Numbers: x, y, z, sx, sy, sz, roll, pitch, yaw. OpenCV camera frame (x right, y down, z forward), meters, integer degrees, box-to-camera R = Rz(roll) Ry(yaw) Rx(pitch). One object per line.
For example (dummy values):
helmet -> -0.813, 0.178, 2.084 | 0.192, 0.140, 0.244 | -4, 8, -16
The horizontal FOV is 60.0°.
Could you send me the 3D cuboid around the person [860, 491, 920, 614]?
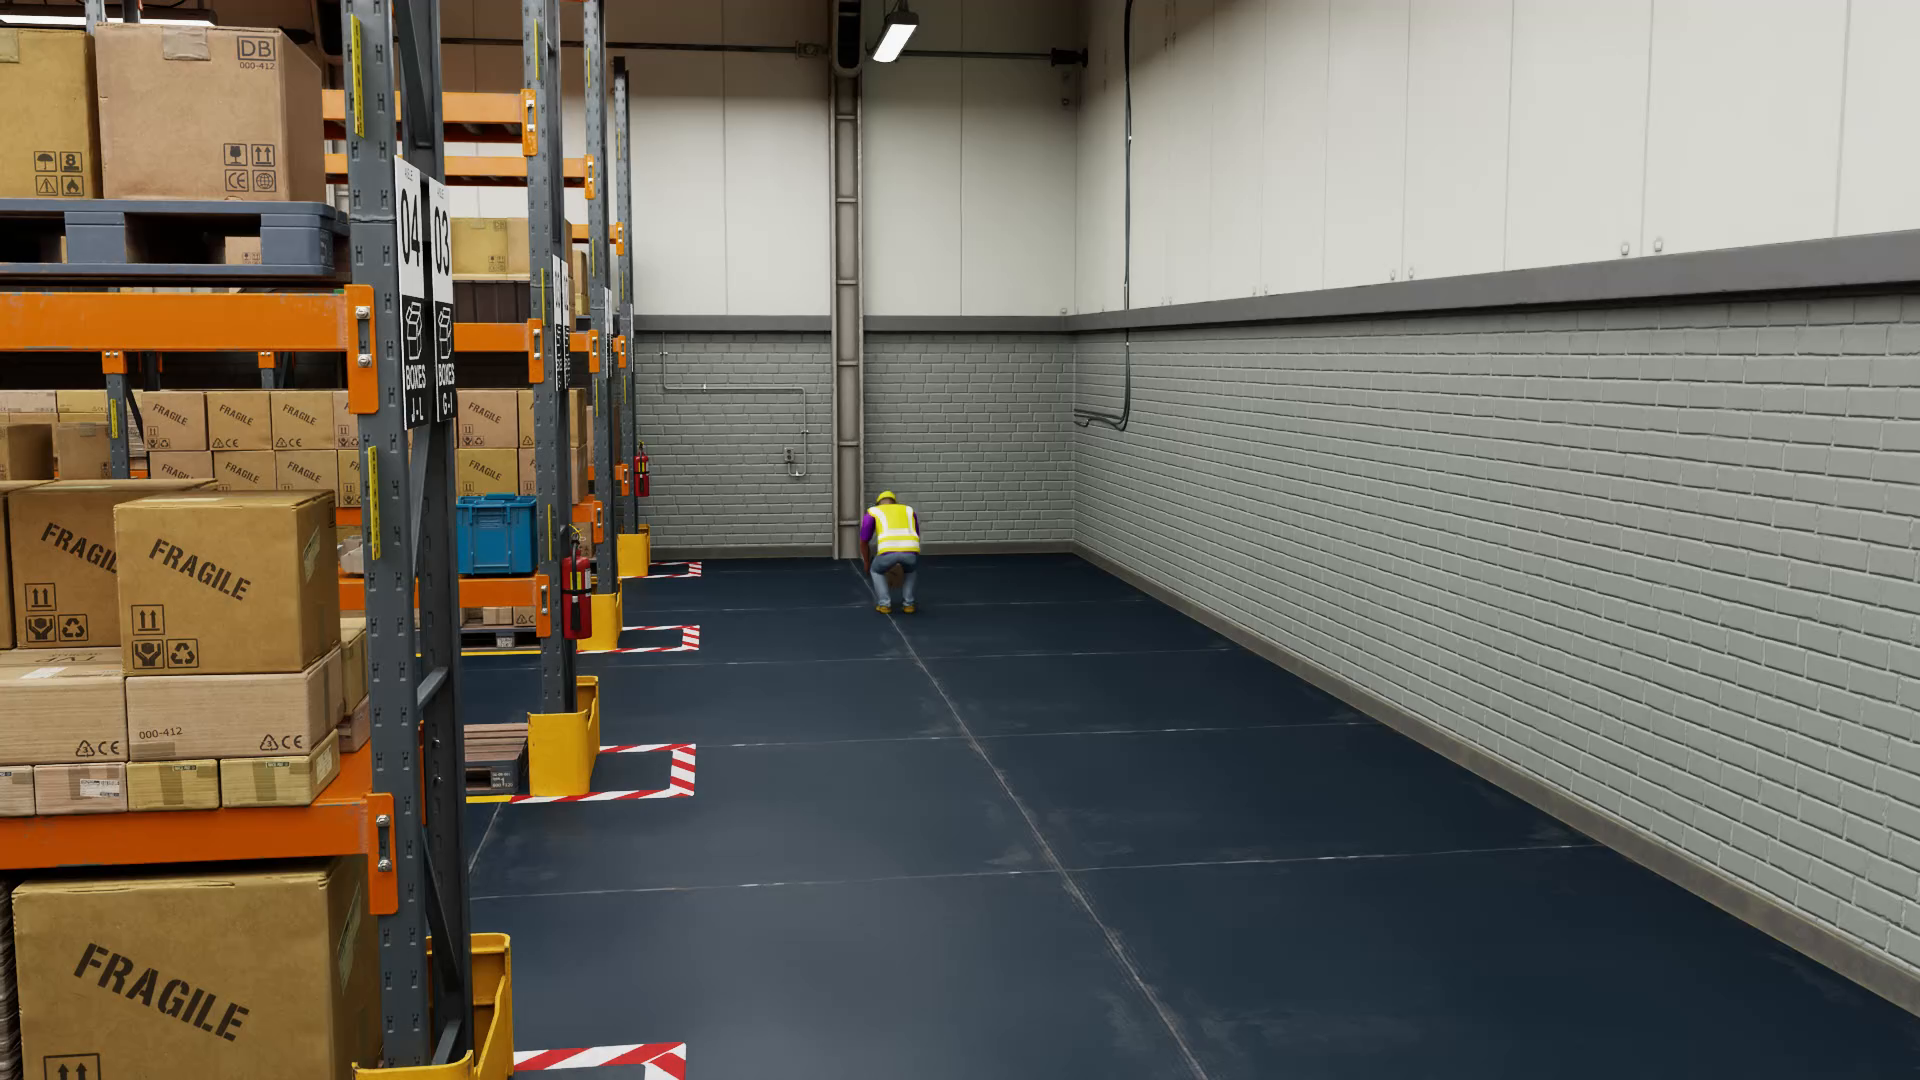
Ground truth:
person -> -0.704, 0.125, 17.009 | 0.620, 1.206, 0.839 | -1, 7, -9
